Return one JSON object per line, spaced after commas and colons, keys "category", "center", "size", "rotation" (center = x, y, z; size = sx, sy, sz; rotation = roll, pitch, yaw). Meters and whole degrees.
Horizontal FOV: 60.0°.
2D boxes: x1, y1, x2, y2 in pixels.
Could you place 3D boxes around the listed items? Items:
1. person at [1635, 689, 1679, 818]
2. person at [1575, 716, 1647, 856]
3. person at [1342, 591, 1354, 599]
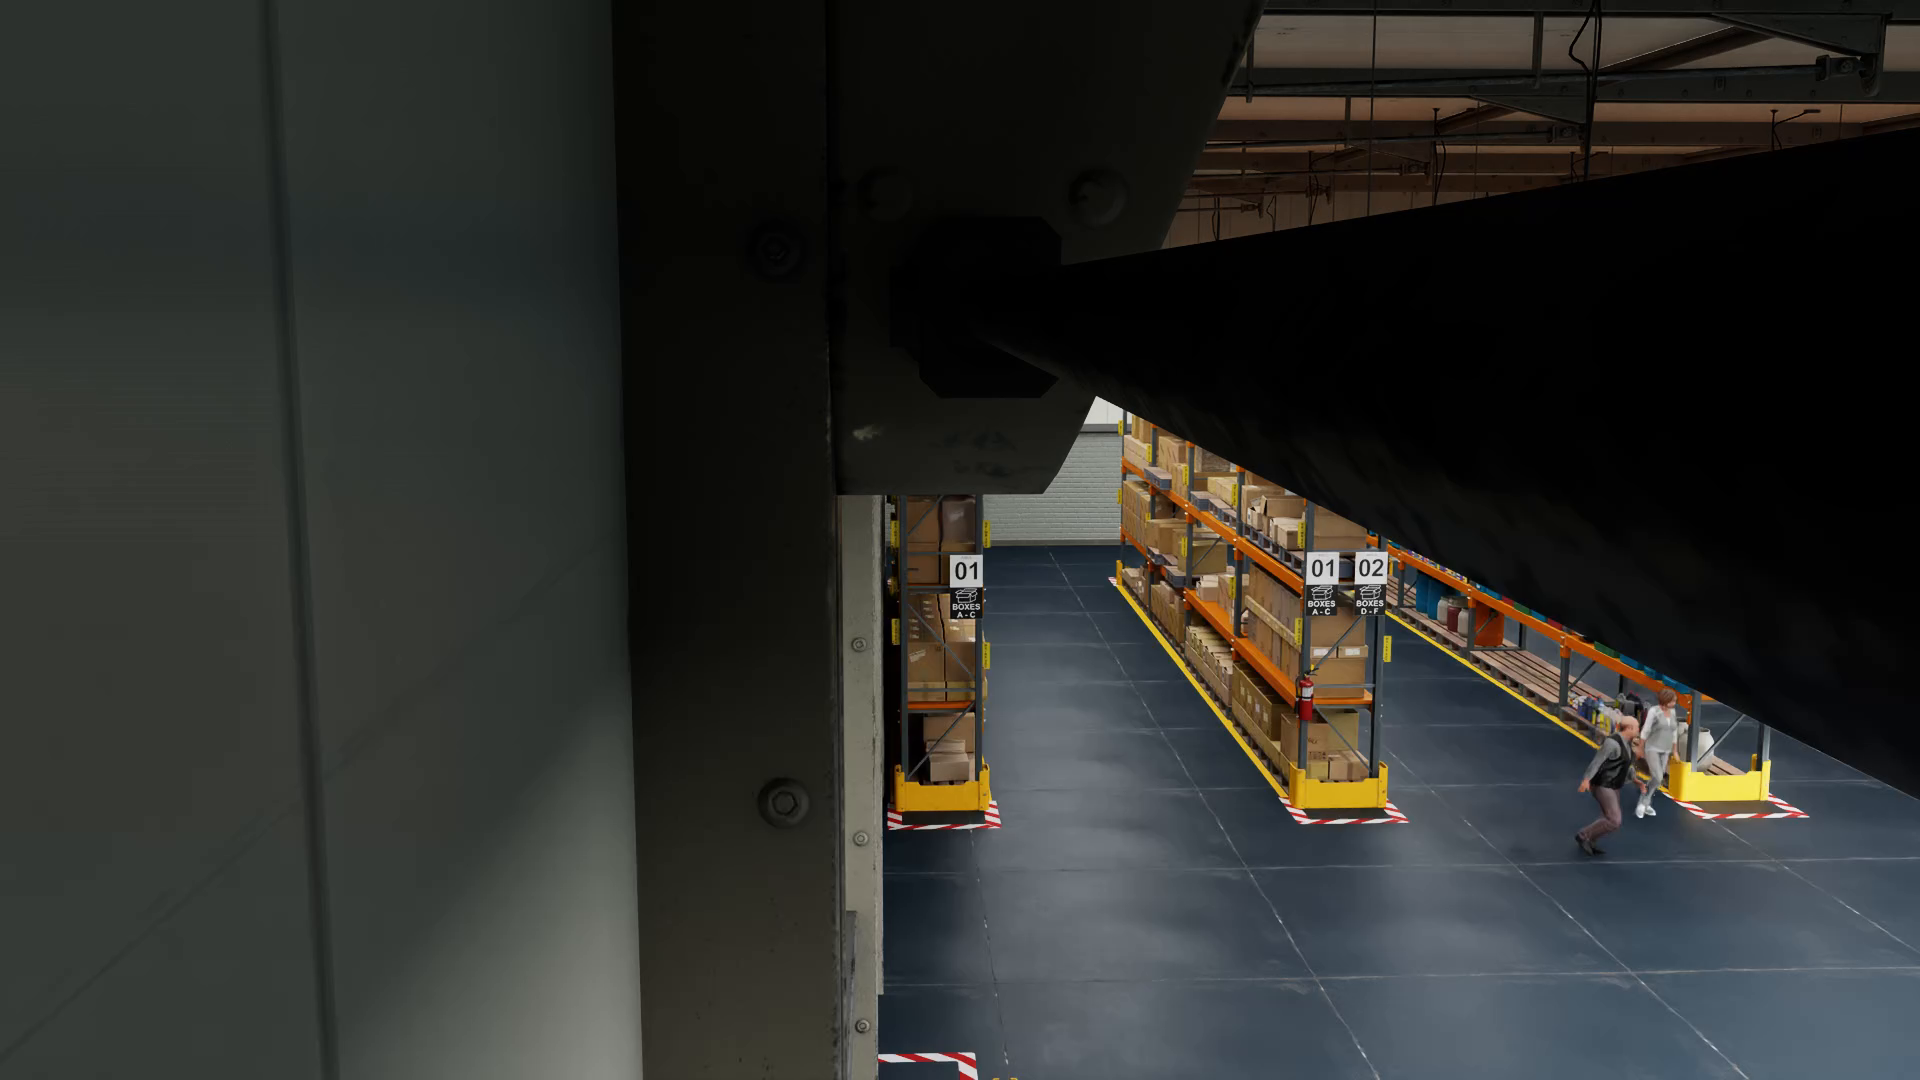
{"category": "person", "center": [8.448, 2.569, 20.183], "size": [0.527, 1.580, 0.431], "rotation": [-4, 9, -24]}
{"category": "person", "center": [7.333, 2.762, 18.741], "size": [0.660, 1.632, 0.639], "rotation": [7, 11, 40]}
{"category": "person", "center": [6.515, 1.379, 28.075], "size": [0.553, 1.691, 0.778], "rotation": [-1, 8, -6]}
